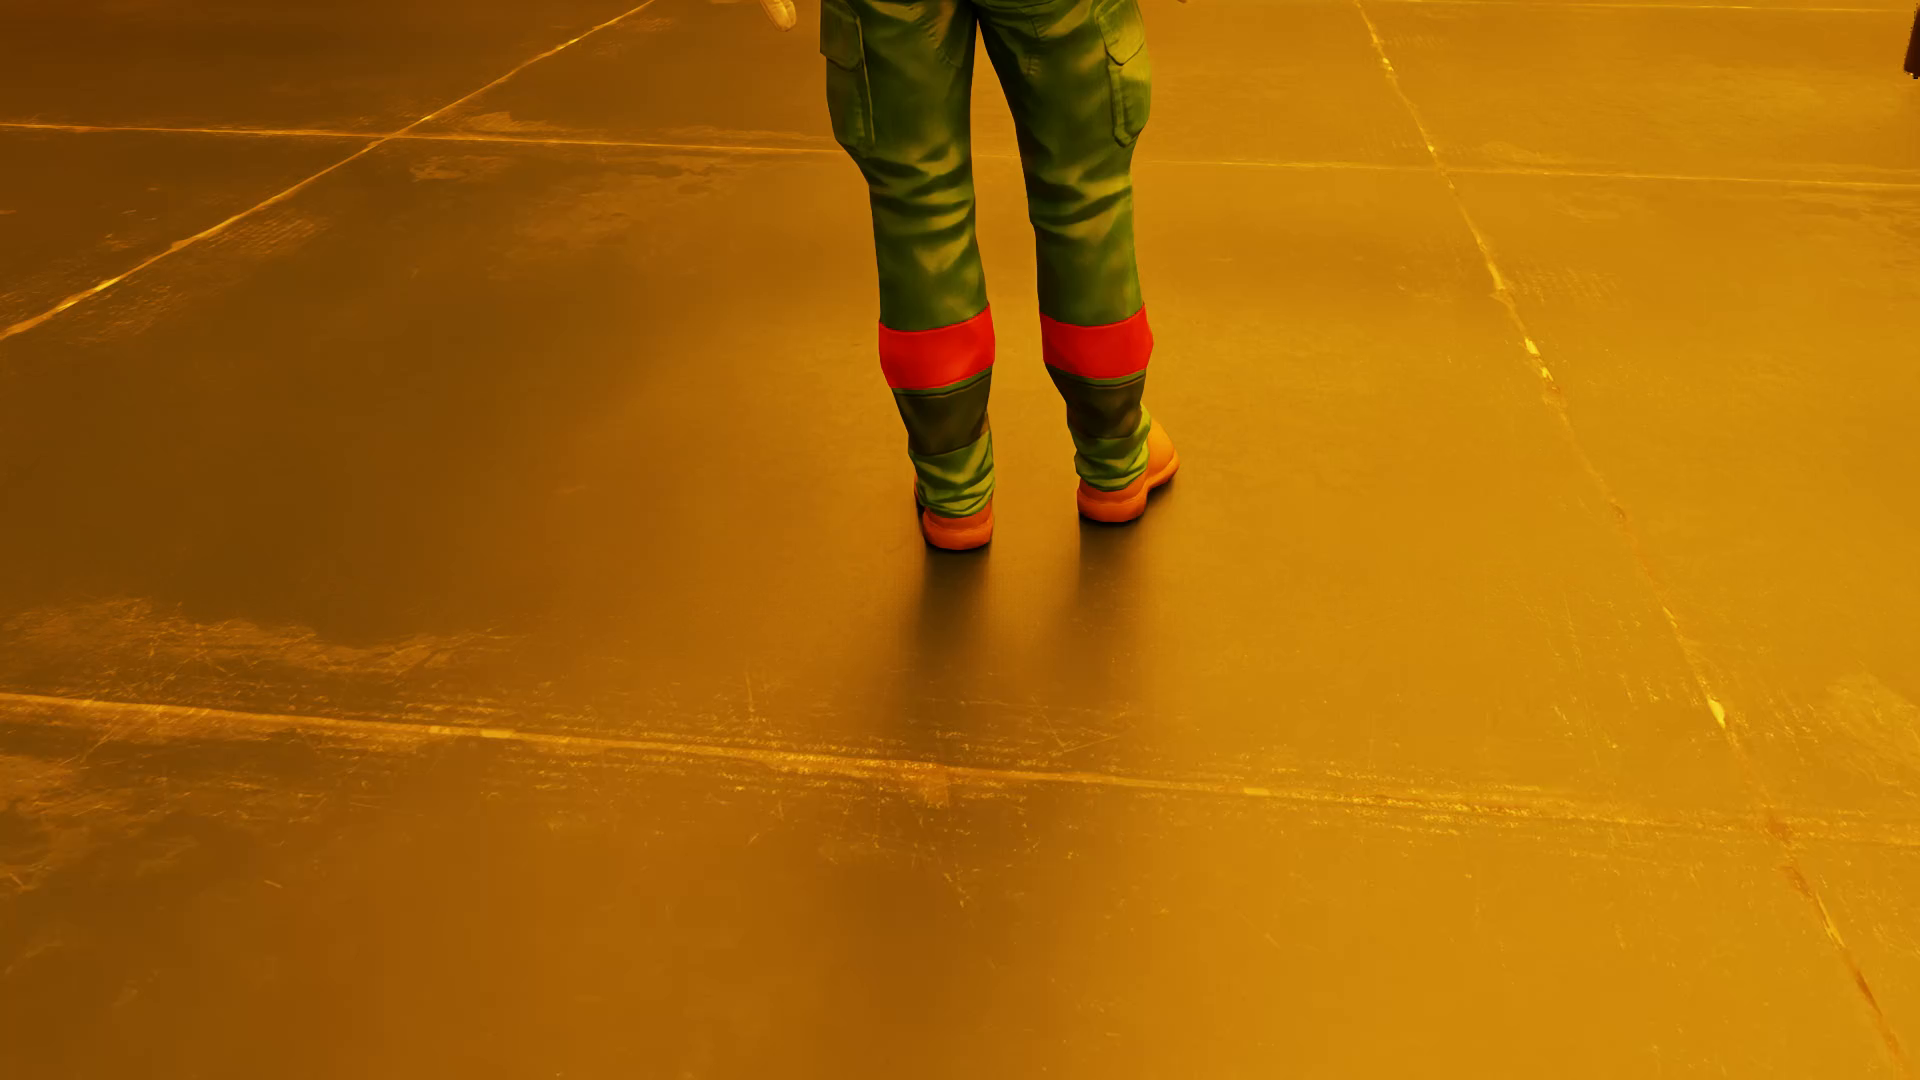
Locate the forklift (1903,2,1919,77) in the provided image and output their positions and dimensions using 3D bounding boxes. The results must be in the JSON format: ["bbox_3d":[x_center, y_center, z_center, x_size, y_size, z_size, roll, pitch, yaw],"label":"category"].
[{"bbox_3d":[4.501,-3.025,5.280,3.031,2.935,1.130,-21,33,-36],"label":"forklift"}]

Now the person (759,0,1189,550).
[{"bbox_3d":[0.023,-0.842,2.167,0.637,1.787,0.564,3,27,7],"label":"person"}]
